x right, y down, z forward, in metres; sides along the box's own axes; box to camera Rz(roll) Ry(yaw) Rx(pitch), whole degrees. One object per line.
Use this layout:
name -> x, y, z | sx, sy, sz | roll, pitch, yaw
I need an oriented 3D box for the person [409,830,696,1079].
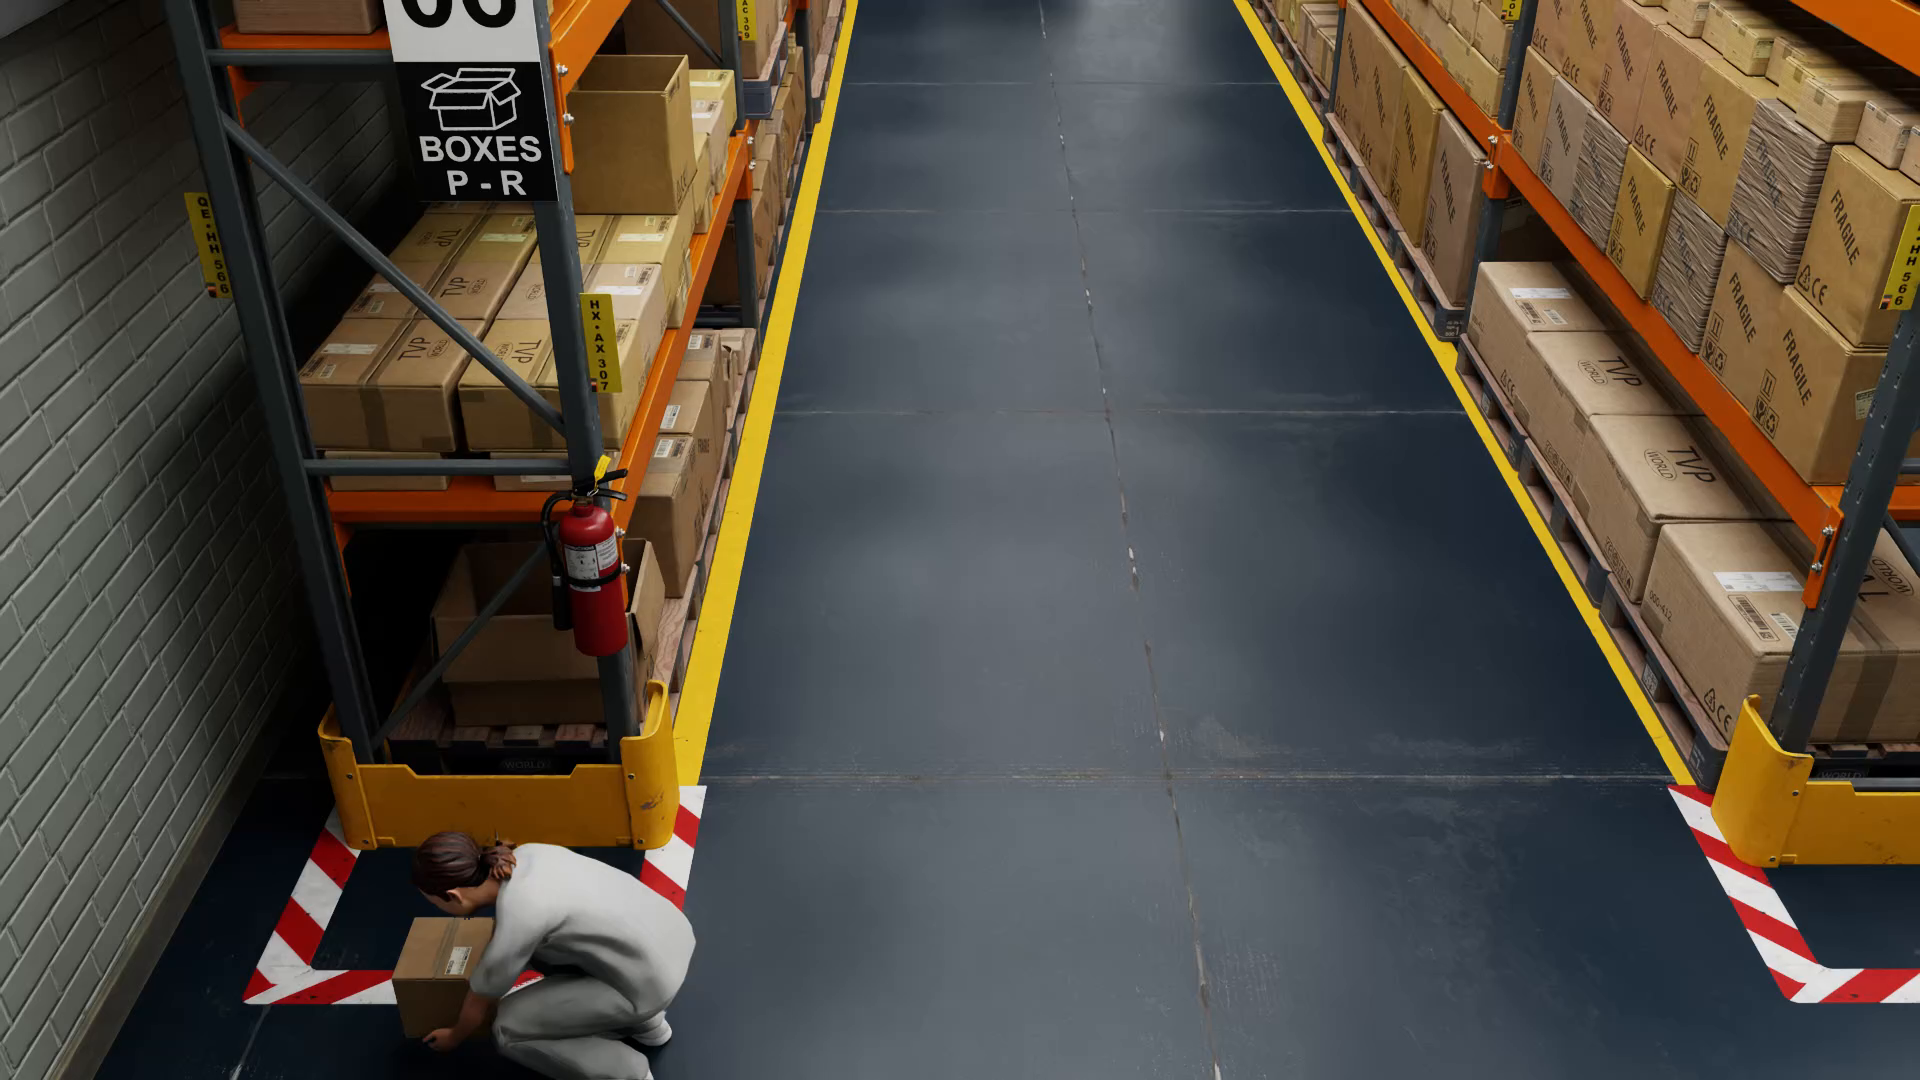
person -> -1.192, 1.217, 4.871 | 0.811, 0.937, 0.486 | 3, 32, 4
